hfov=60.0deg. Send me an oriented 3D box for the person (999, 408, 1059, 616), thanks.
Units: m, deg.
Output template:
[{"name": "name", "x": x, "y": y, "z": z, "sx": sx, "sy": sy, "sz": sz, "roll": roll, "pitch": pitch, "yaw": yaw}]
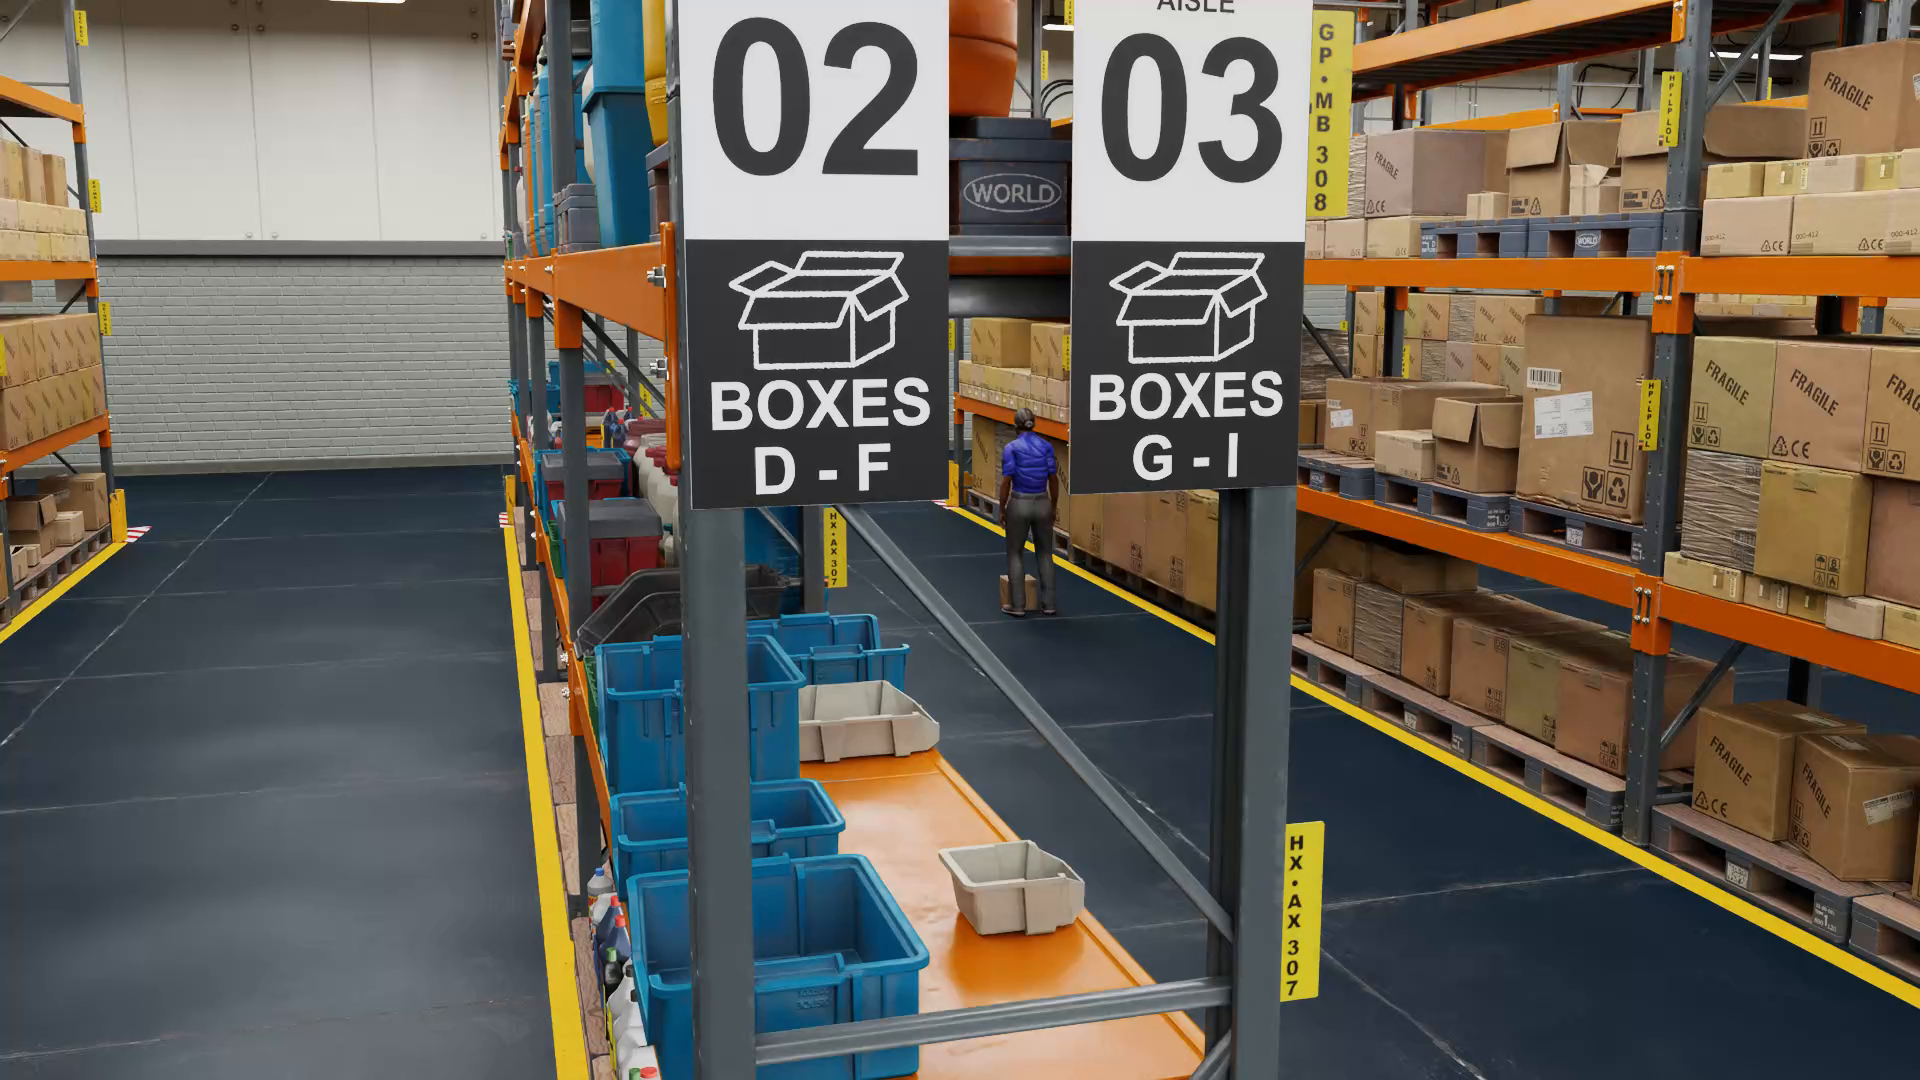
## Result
[{"name": "person", "x": 0.553, "y": -0.212, "z": 13.262, "sx": 0.508, "sy": 1.627, "sz": 0.349, "roll": -3, "pitch": 10, "yaw": -16}]
